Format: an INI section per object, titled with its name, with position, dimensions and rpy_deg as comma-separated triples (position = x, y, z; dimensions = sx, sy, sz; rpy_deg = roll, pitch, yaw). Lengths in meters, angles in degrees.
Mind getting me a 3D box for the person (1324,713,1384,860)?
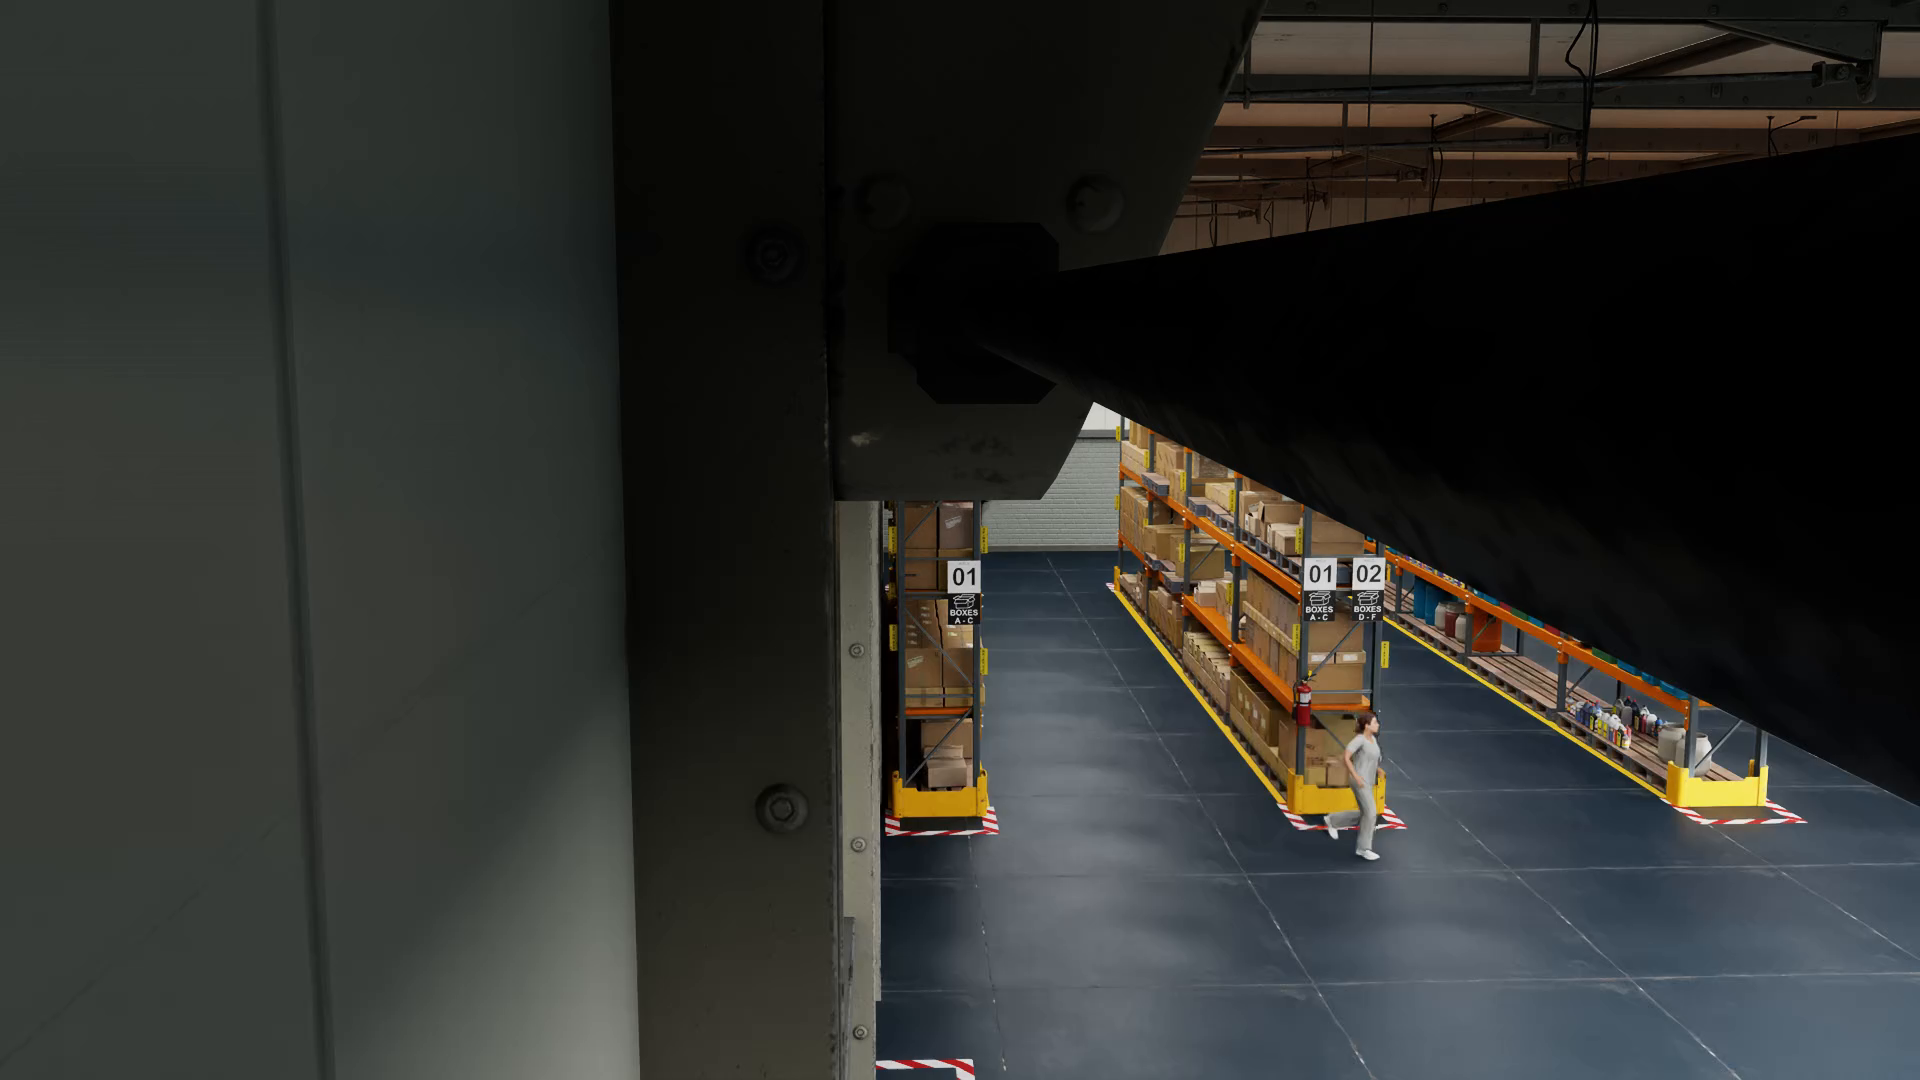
[person]
position = 4.615, 2.786, 19.218
dimensions = 0.757, 1.621, 0.605
rpy_deg = 7, 11, 38
